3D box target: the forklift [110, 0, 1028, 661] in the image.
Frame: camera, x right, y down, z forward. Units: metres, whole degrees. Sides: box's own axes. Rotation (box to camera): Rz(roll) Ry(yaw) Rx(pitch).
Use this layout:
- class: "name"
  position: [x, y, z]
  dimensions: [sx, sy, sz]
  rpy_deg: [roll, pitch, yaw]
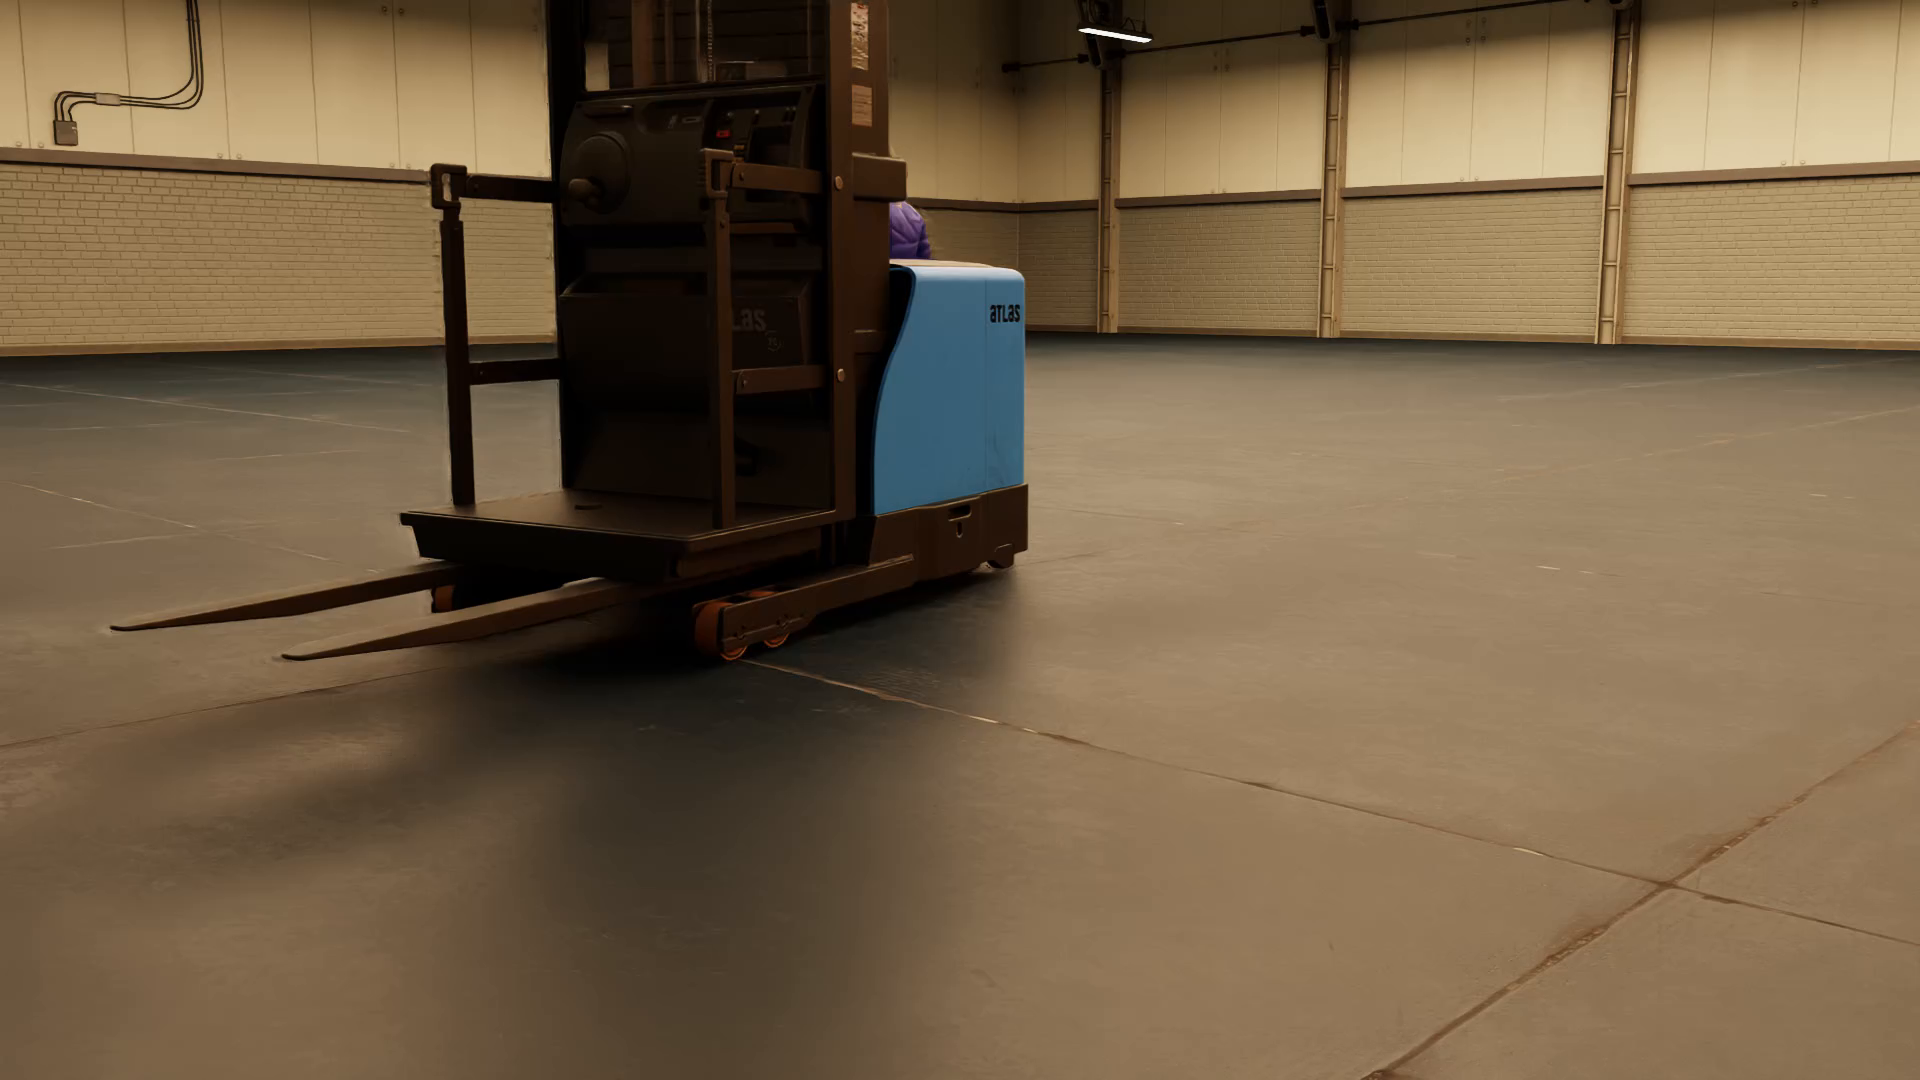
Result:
- class: "forklift"
  position: [-0.934, -1.197, 4.821]
  dimensions: [1.130, 2.935, 3.031]
  rpy_deg: [5, 10, 30]

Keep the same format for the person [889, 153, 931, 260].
- class: "person"
  position: [-0.394, -0.829, 6.863]
  dimensions: [0.906, 1.607, 0.620]
  rpy_deg: [4, 9, 23]
